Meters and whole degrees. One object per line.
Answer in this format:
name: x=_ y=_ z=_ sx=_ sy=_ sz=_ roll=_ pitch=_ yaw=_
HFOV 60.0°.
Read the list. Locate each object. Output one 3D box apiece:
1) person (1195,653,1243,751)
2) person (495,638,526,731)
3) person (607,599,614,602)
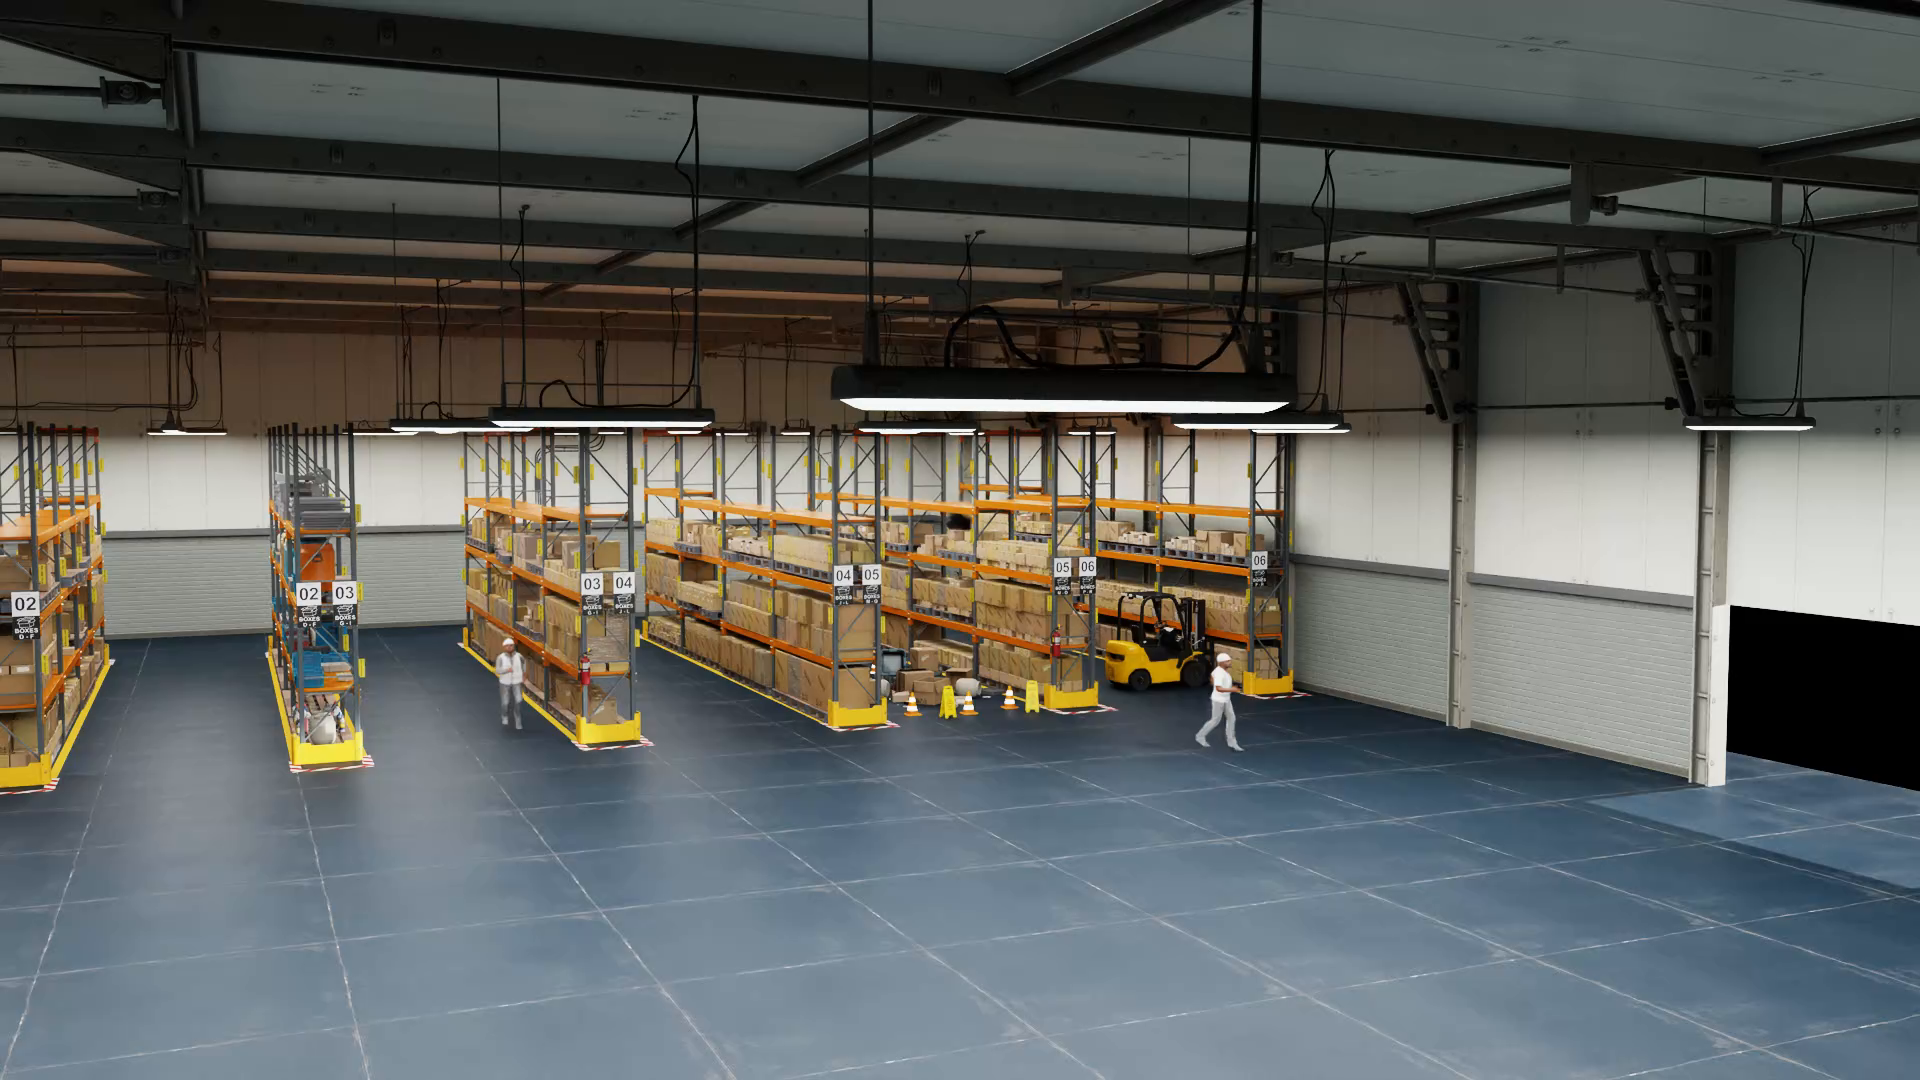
person: x=4.765 y=2.973 z=30.540 sx=0.874 sy=1.803 sz=0.644 roll=1 pitch=4 yaw=23
person: x=-8.829 y=2.841 z=32.736 sx=0.617 sy=1.822 sz=0.802 roll=-1 pitch=4 yaw=-20
person: x=-9.985 y=2.049 z=47.782 sx=0.772 sy=1.589 sz=0.729 roll=1 pitch=4 yaw=22
